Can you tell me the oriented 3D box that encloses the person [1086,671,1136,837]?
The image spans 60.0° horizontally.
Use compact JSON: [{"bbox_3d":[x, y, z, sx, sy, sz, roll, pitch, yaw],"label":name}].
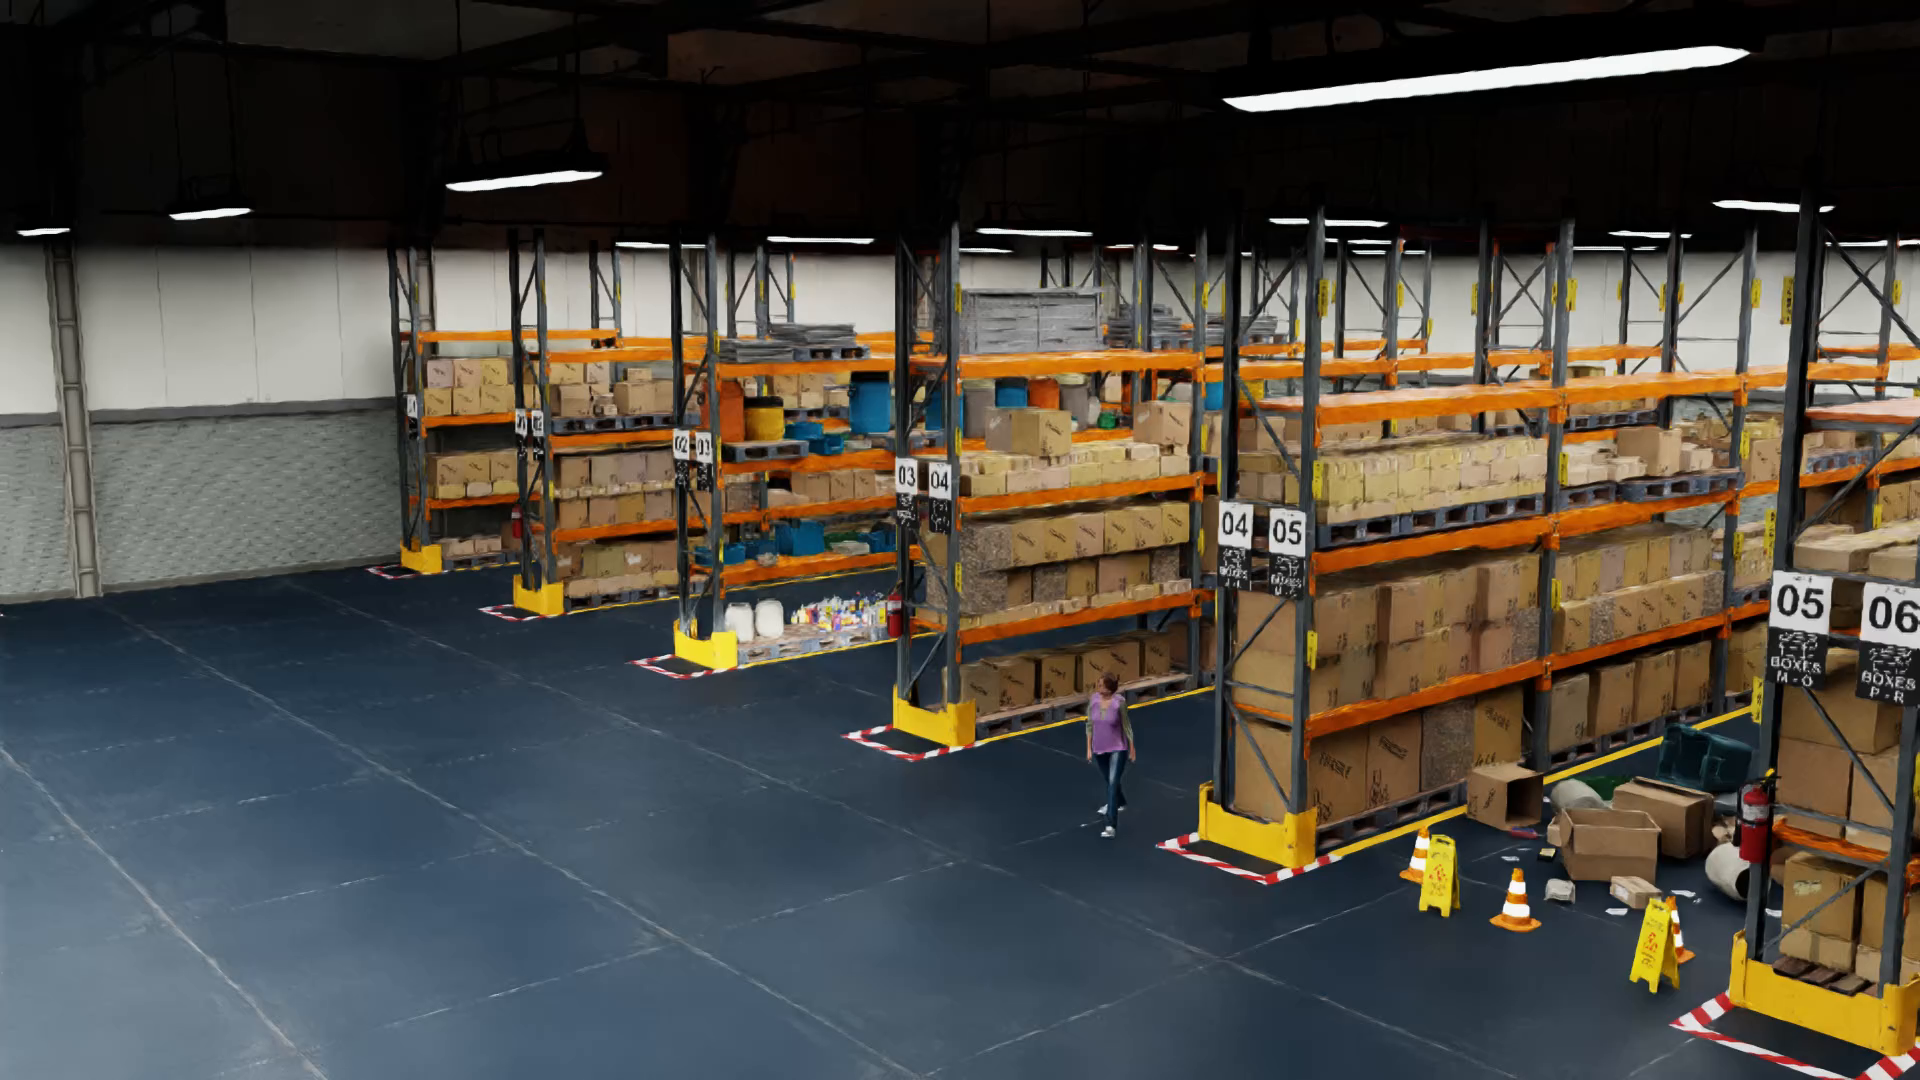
[{"bbox_3d":[1.421,1.986,15.850,0.453,1.540,0.880,5,10,29],"label":"person"}]
